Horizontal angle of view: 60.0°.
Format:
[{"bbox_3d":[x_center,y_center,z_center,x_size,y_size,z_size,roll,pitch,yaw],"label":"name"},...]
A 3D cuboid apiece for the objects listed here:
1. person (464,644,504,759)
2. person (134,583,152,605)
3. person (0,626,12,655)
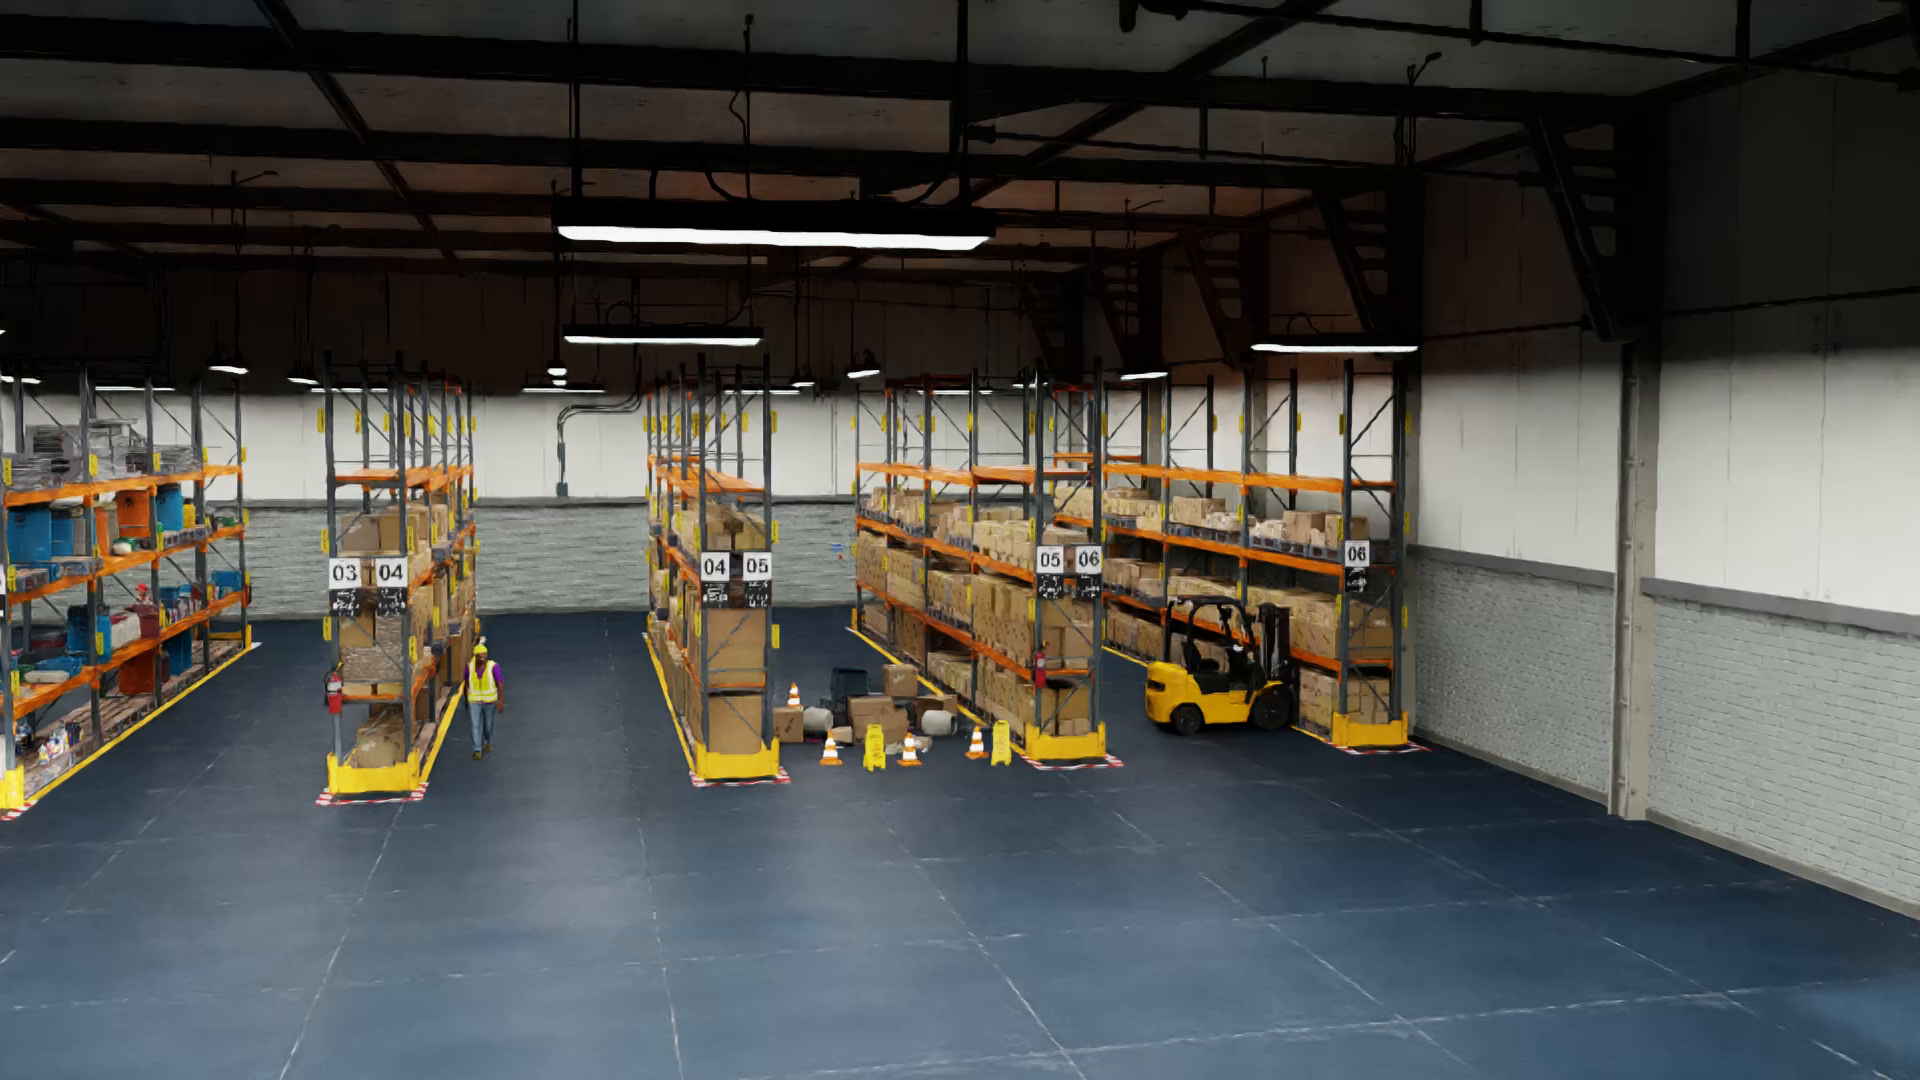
[{"bbox_3d":[-7.176,2.405,25.048,0.591,1.716,1.042,-1,4,-14],"label":"person"},{"bbox_3d":[-16.845,1.747,34.462,0.594,1.735,0.988,0,4,7],"label":"person"},{"bbox_3d":[-18.636,1.953,32.111,0.598,1.591,0.507,-1,4,-15],"label":"person"}]
